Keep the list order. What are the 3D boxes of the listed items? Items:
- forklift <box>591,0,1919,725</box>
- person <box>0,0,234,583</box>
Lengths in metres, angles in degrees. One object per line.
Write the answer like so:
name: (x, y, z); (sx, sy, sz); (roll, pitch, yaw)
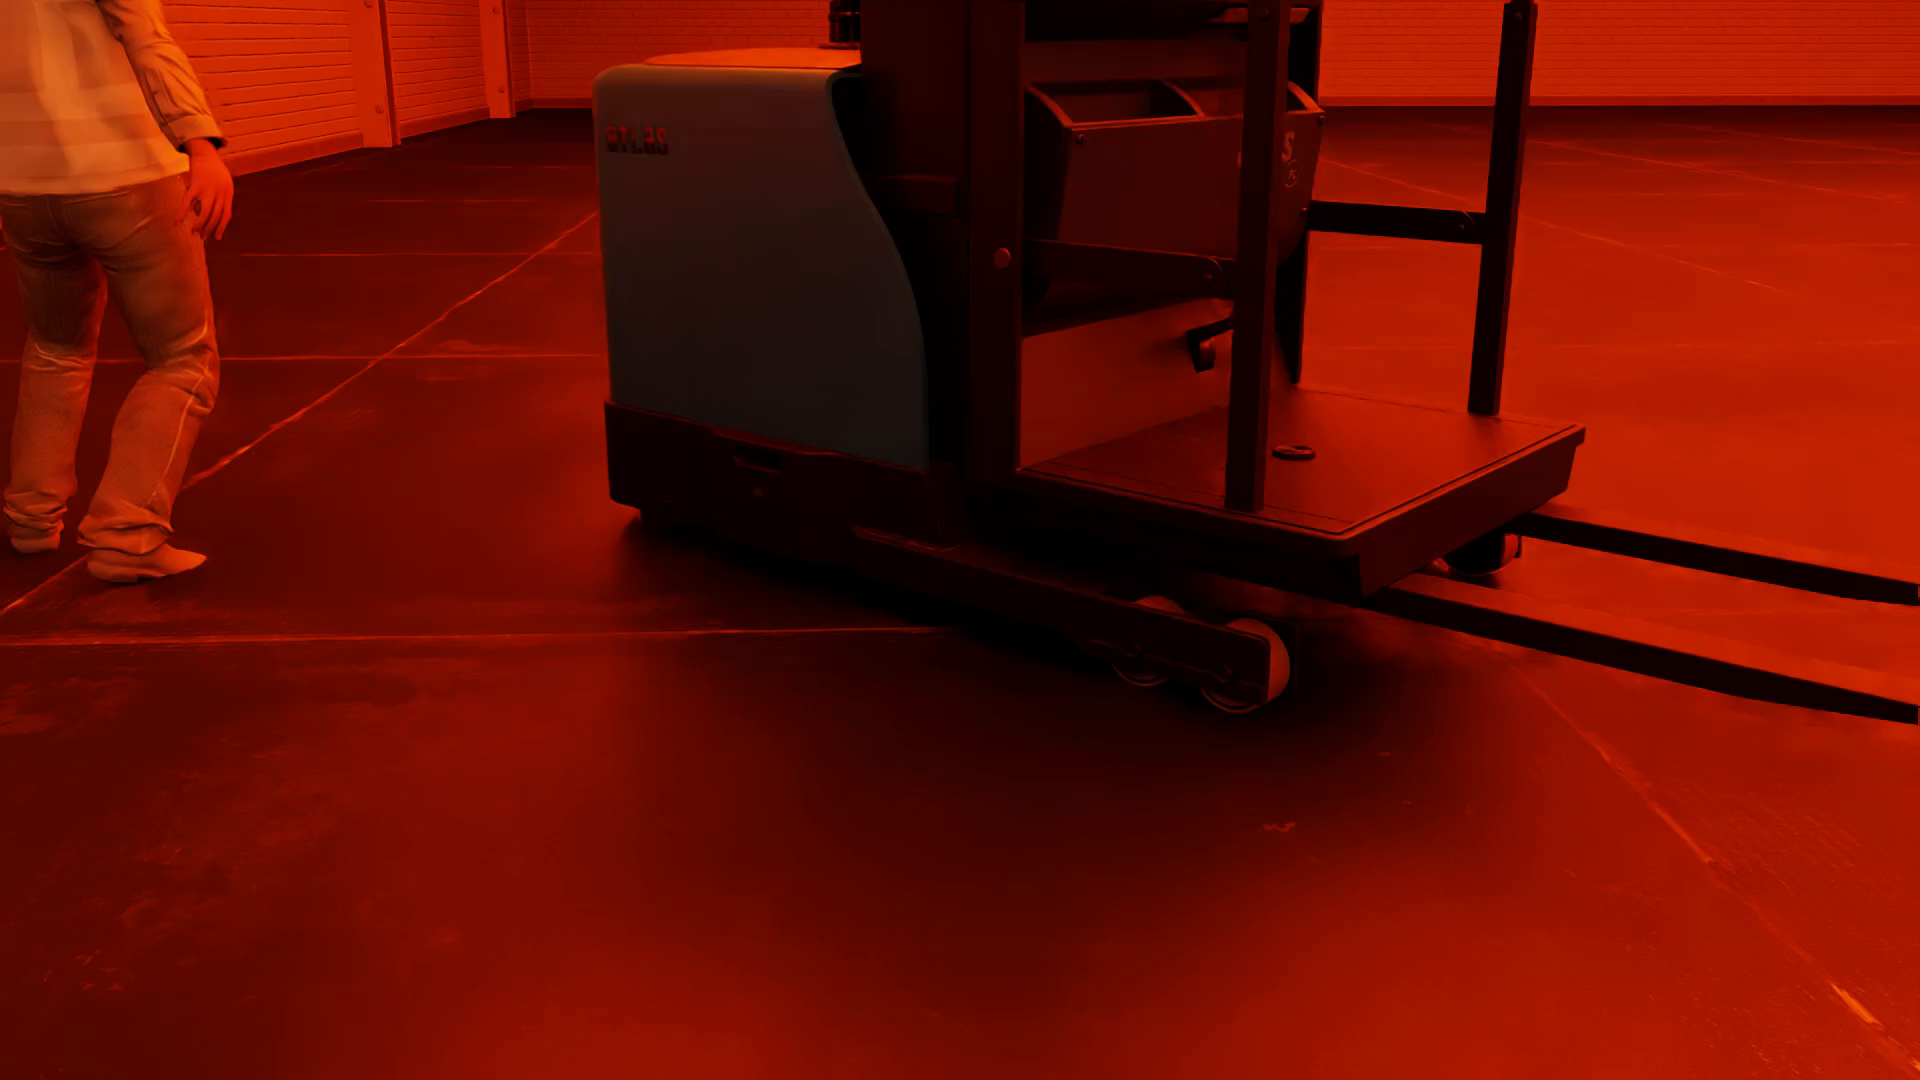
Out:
forklift: (0.604, -1.270, 3.059); (3.031, 2.935, 1.130); (14, 22, 38)
person: (-1.892, -0.765, 3.581); (0.854, 1.743, 0.492); (6, 18, 18)
